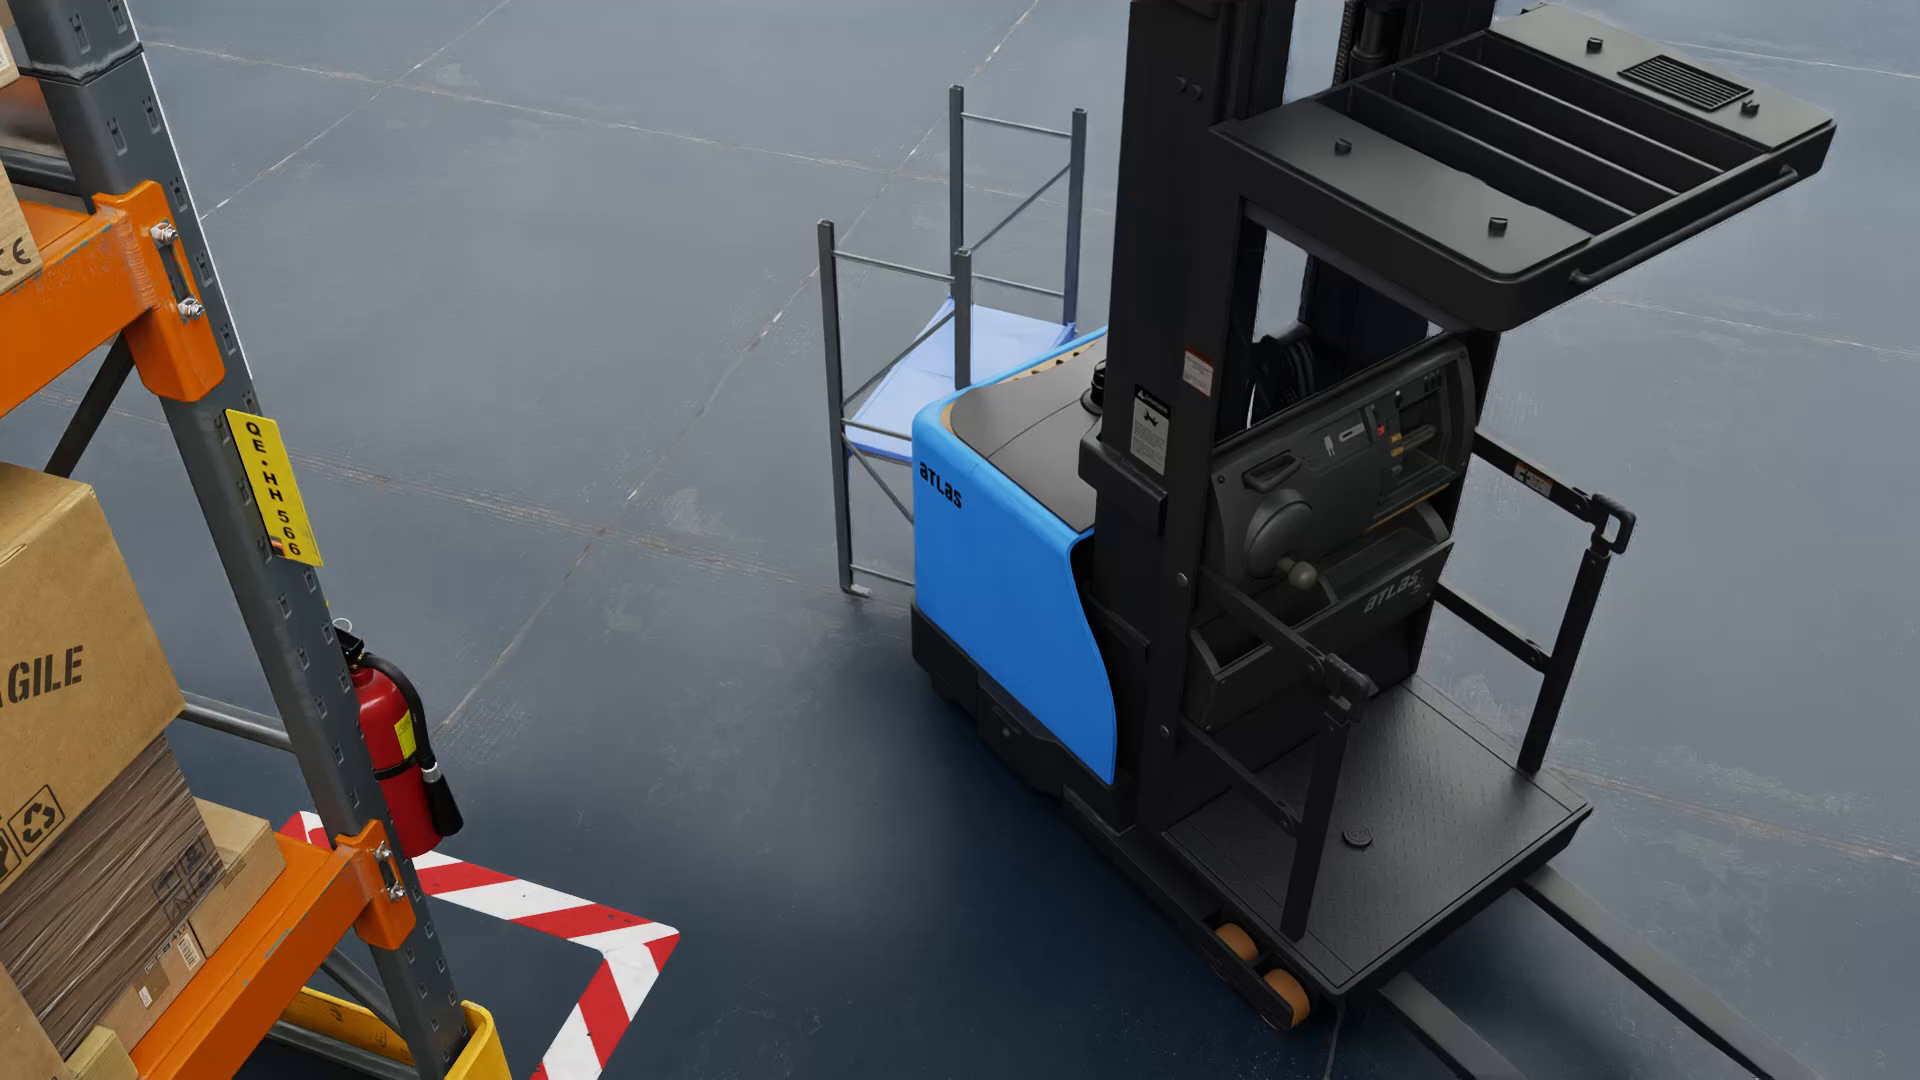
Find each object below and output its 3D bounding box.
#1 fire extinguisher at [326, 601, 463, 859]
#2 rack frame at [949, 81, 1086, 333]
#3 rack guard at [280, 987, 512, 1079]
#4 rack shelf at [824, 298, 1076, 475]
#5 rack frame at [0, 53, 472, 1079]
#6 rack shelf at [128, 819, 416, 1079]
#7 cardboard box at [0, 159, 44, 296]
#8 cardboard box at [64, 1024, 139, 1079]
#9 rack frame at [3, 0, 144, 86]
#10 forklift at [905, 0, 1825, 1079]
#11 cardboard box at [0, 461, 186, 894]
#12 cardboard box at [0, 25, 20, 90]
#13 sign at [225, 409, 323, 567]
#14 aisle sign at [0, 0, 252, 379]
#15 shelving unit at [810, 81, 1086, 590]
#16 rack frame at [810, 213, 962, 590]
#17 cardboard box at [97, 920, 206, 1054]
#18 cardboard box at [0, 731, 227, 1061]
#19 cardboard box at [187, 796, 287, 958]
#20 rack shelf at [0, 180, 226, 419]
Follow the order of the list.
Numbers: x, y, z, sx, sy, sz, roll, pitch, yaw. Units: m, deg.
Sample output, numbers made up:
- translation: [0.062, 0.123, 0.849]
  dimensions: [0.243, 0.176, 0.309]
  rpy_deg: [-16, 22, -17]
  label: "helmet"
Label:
- translation: [-1.238, 0.401, 3.529]
  dimensions: [0.296, 0.674, 0.183]
  rpy_deg: [13, 42, 15]
  label: "fire extinguisher"
- translation: [0.194, -0.960, 6.220]
  dimensions: [0.500, 1.500, 0.032]
  rpy_deg: [16, 43, 18]
  label: "rack frame"
- translation: [-1.736, 1.336, 4.298]
  dimensions: [1.175, 0.500, 0.348]
  rpy_deg: [13, 42, 15]
  label: "rack guard"
- translation: [-0.016, -0.523, 5.984]
  dimensions: [0.538, 0.185, 1.000]
  rpy_deg: [16, 43, 18]
  label: "rack shelf"
- translation: [-1.710, 0.339, 3.541]
  dimensions: [1.000, 3.000, 0.127]
  rpy_deg: [13, 42, 15]
  label: "rack frame"
- translation: [-2.394, 1.833, 2.345]
  dimensions: [1.077, 0.370, 4.000]
  rpy_deg: [13, 42, 15]
  label: "rack shelf"
- translation: [-1.636, -0.395, 2.206]
  dimensions: [0.500, 0.250, 0.500]
  rpy_deg: [14, 42, 16]
  label: "cardboard box"
- translation: [-1.737, 0.971, 2.995]
  dimensions: [0.380, 0.149, 0.250]
  rpy_deg: [13, 42, 15]
  label: "cardboard box"
- translation: [-1.710, -1.943, 1.594]
  dimensions: [1.000, 3.000, 0.127]
  rpy_deg: [13, 42, 15]
  label: "rack frame"
- translation: [1.103, -0.133, 4.148]
  dimensions: [1.130, 2.935, 3.031]
  rpy_deg: [-26, 47, -27]
  label: "forklift"
- translation: [-1.666, 0.198, 2.630]
  dimensions: [0.500, 0.500, 0.500]
  rpy_deg: [13, 42, 15]
  label: "cardboard box"
- translation: [-1.512, -0.658, 2.208]
  dimensions: [0.380, 0.149, 0.250]
  rpy_deg: [13, 42, 15]
  label: "cardboard box"
- translation: [-1.195, -0.086, 2.904]
  dimensions: [0.100, 0.325, 0.005]
  rpy_deg: [13, 42, 15]
  label: "sign"
- translation: [-1.407, -0.621, 2.664]
  dimensions: [0.394, 0.787, 0.004]
  rpy_deg: [13, 42, 15]
  label: "aisle sign"
- translation: [-0.016, -0.660, 5.868]
  dimensions: [0.538, 1.500, 1.048]
  rpy_deg: [16, 43, 18]
  label: "shelving unit"
- translation: [-0.226, -0.359, 5.516]
  dimensions: [0.500, 1.500, 0.032]
  rpy_deg: [16, 43, 18]
  label: "rack frame"
- translation: [-1.699, 0.807, 3.187]
  dimensions: [0.380, 0.149, 0.250]
  rpy_deg: [13, 42, 15]
  label: "cardboard box"
- translation: [-1.924, 0.517, 3.026]
  dimensions: [0.875, 0.500, 0.500]
  rpy_deg: [13, 42, 15]
  label: "cardboard box"
- translation: [-1.613, 0.654, 3.366]
  dimensions: [0.380, 0.149, 0.250]
  rpy_deg: [13, 42, 15]
  label: "cardboard box"
- translation: [-2.394, 0.691, 1.372]
  dimensions: [1.077, 0.370, 4.000]
  rpy_deg: [13, 42, 15]
  label: "rack shelf"
